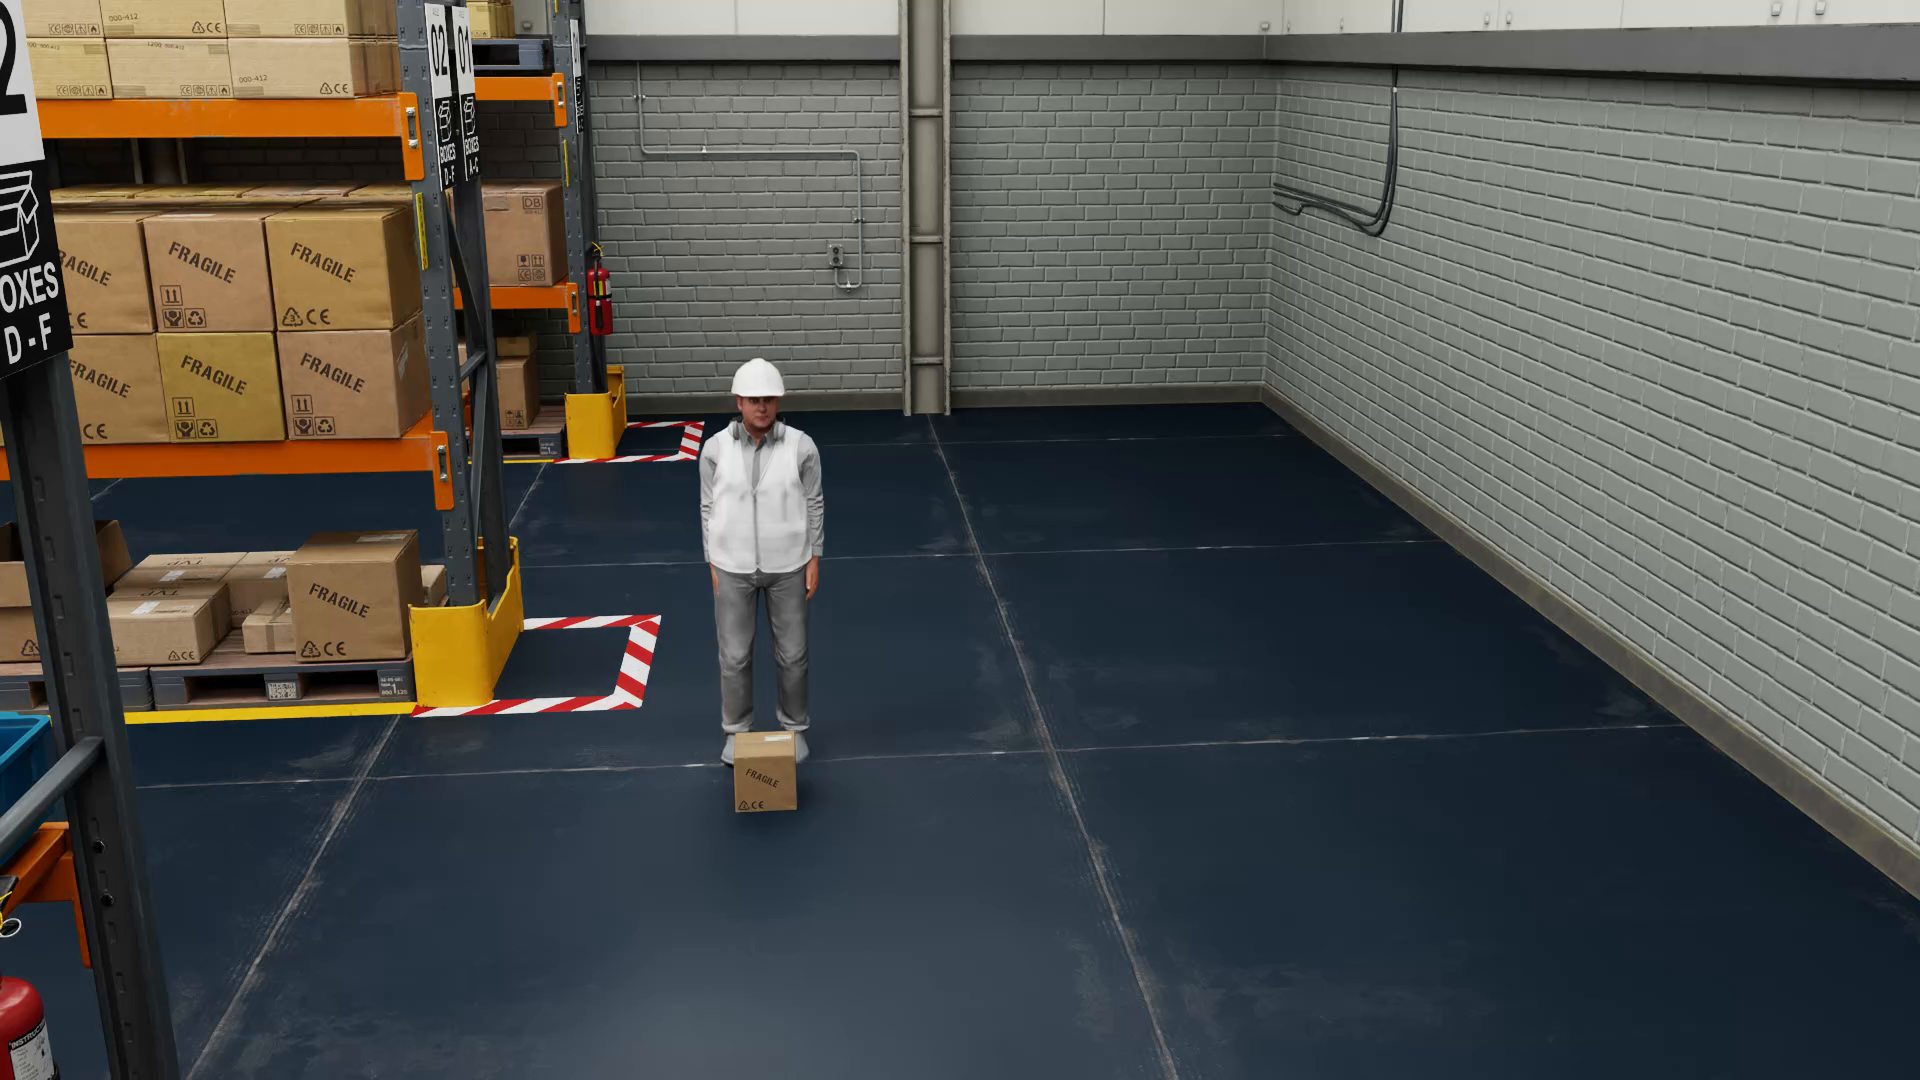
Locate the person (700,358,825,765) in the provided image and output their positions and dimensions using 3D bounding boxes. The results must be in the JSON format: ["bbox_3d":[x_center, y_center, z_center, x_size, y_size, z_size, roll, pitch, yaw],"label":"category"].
[{"bbox_3d":[-0.844,0.111,7.173,0.531,1.792,0.359,-1,17,-4],"label":"person"}]
